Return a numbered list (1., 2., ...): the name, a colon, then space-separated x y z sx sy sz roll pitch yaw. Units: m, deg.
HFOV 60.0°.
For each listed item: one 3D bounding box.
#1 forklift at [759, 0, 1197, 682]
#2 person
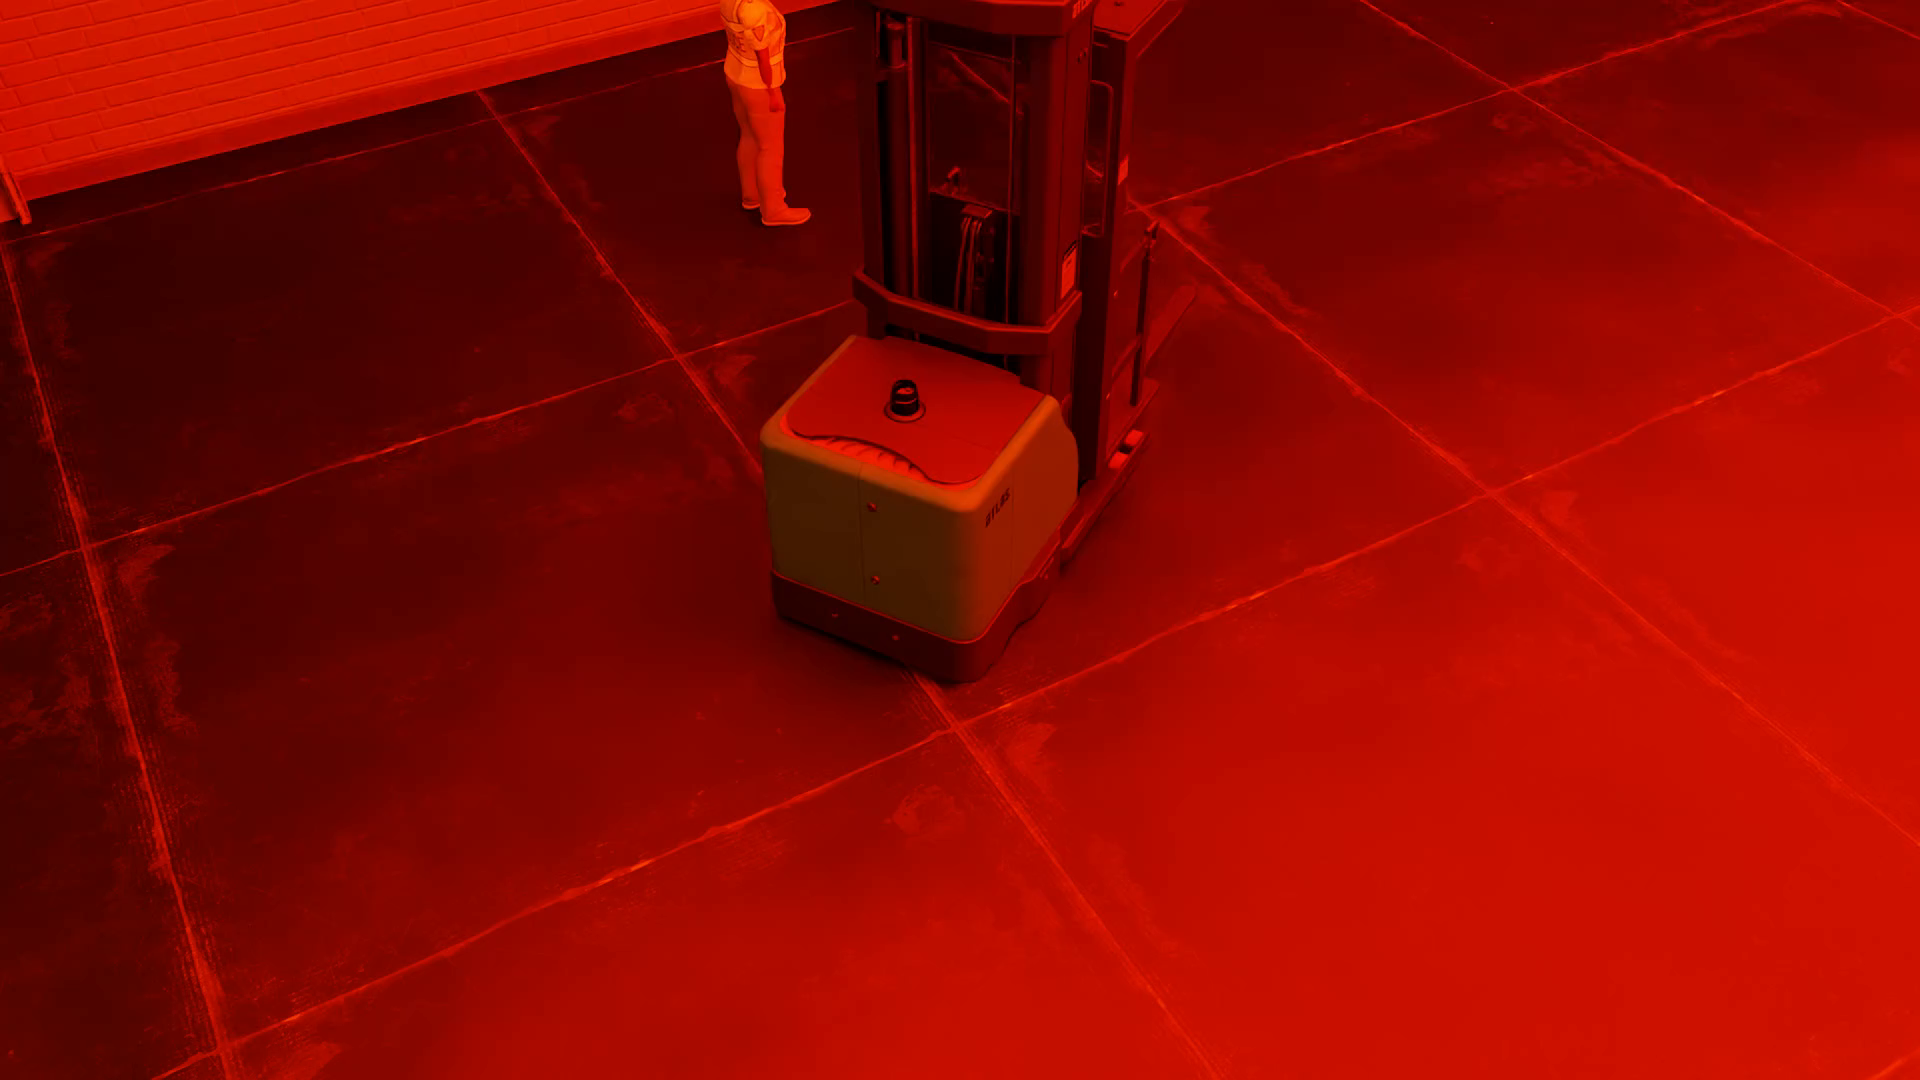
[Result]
1. forklift: 0.288 -1.469 7.282 1.130 2.935 3.031 19 46 20
2. person: -1.135 -2.594 9.410 0.352 1.694 0.452 -22 47 -22
